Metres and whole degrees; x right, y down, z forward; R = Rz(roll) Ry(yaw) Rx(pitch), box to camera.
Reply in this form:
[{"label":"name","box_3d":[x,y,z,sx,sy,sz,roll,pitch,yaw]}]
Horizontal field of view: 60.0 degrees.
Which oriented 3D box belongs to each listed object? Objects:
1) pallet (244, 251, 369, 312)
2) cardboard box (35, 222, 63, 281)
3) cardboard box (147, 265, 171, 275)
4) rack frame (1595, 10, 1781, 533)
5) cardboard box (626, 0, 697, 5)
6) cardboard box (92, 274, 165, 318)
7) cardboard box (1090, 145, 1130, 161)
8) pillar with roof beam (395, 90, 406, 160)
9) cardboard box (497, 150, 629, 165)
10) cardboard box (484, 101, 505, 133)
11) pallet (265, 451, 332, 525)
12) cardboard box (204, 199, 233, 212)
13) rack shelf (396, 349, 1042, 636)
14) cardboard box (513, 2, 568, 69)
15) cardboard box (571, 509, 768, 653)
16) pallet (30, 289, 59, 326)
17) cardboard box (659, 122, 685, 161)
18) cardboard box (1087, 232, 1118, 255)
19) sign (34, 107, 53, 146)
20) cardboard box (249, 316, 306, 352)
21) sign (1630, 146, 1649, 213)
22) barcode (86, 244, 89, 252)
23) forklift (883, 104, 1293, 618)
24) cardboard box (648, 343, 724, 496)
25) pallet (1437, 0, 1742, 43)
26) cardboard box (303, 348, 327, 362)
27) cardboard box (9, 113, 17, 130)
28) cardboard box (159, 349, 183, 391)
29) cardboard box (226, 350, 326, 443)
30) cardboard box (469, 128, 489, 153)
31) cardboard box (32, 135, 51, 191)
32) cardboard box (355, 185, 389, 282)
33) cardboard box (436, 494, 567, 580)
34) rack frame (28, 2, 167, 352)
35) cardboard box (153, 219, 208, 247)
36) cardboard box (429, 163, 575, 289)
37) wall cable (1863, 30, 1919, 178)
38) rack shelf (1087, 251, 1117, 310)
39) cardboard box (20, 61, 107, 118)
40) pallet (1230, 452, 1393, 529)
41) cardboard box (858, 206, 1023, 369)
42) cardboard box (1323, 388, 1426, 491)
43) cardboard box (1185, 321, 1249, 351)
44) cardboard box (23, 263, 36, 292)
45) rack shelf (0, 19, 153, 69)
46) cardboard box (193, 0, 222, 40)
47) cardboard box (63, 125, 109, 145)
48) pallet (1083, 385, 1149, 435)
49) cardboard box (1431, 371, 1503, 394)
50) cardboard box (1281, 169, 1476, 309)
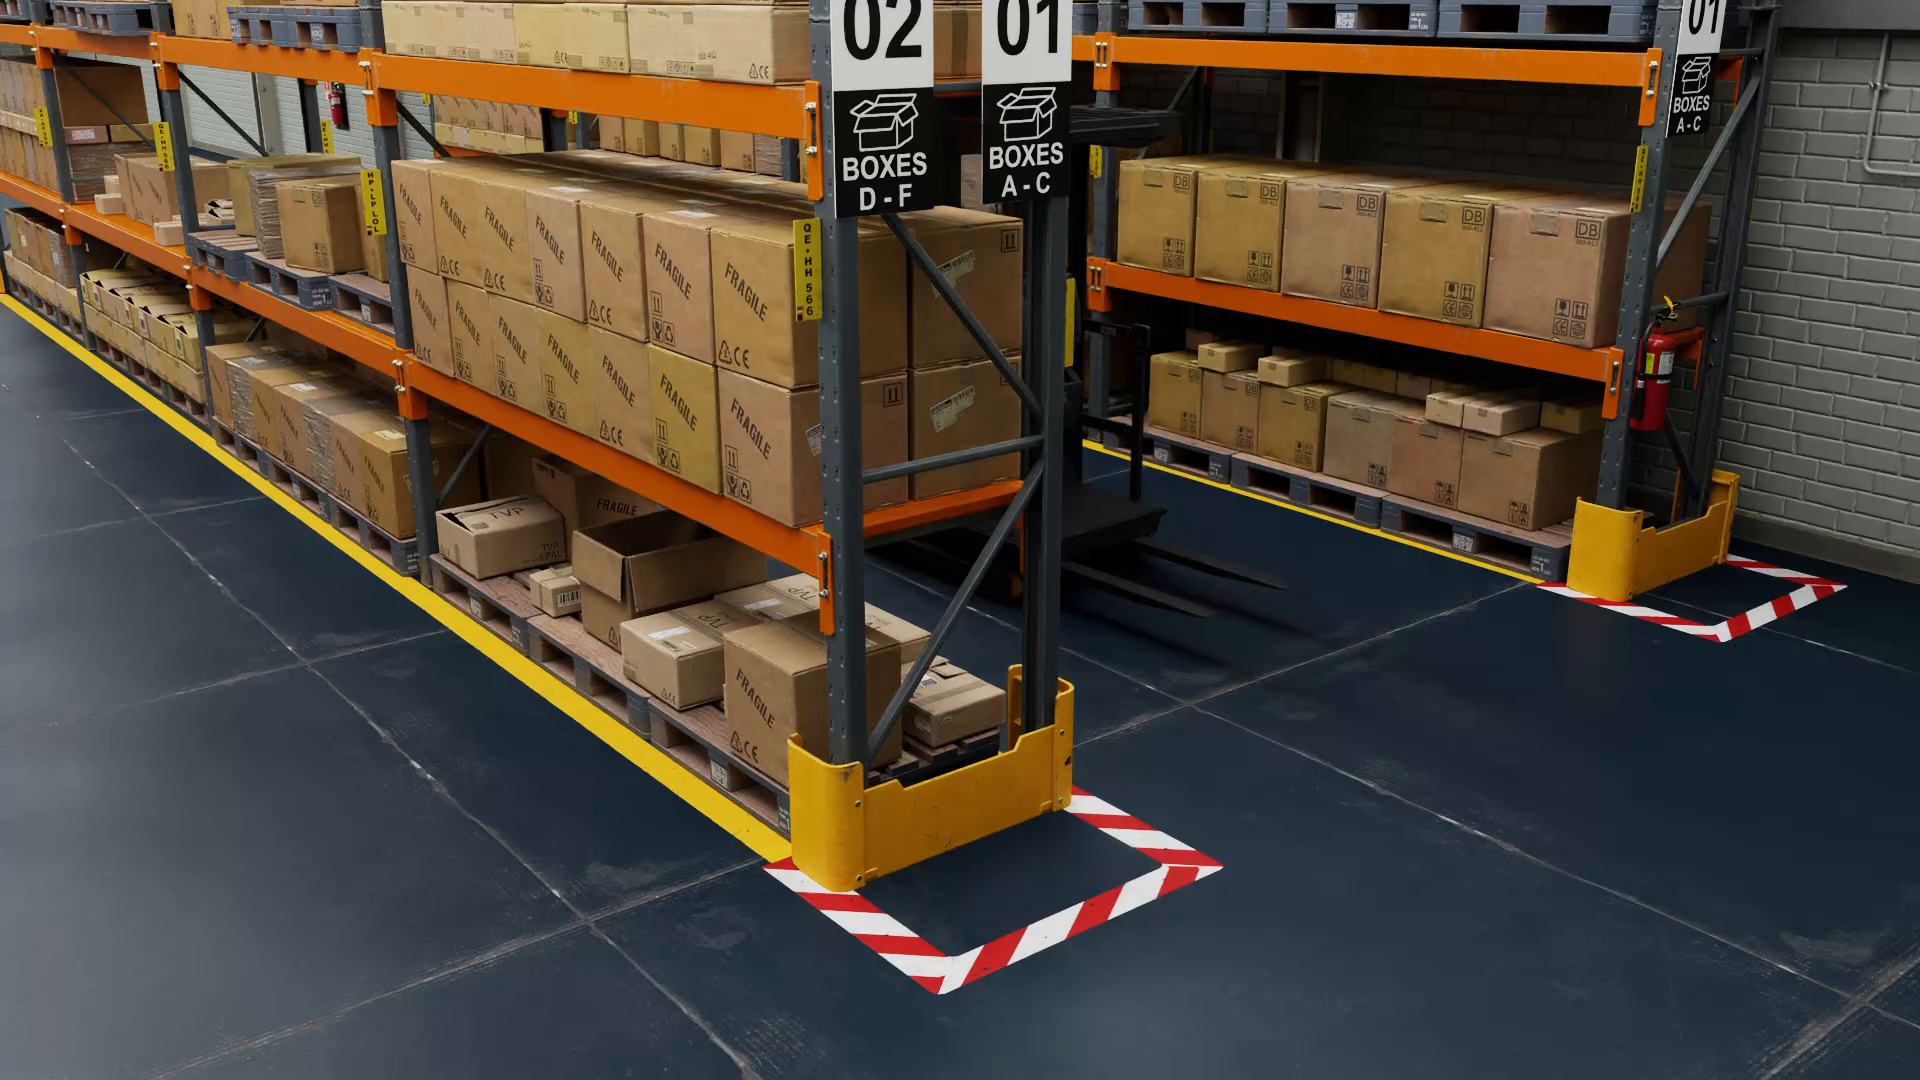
[{"label":"pallet","box_3d":[-3.800,-1.680,10.469,1.003,0.211,1.213,-14,23,-36]},{"label":"cardboard box","box_3d":[-8.569,-2.805,16.074,0.500,0.500,0.500,-14,23,-36]},{"label":"cardboard box","box_3d":[-7.019,-2.351,15.006,0.500,0.311,0.500,-14,23,-36]},{"label":"rack frame","box_3d":[3.837,-1.246,8.853,1.000,3.000,0.127,-14,23,-36]},{"label":"cardboard box","box_3d":[-0.874,-2.068,6.008,0.500,0.250,0.500,-14,23,-36]},{"label":"cardboard box","box_3d":[-7.127,-2.120,14.308,0.500,0.311,0.500,-14,23,-37]},{"label":"cardboard box","box_3d":[0.863,-2.851,11.843,0.500,0.250,0.500,-13,23,-35]},{"label":"pillar with roof beam","box_3d":[-12.085,-8.671,21.733,9.100,9.000,0.400,-14,23,-36]},{"label":"cardboard box","box_3d":[-2.011,-1.712,8.510,0.500,0.500,0.500,-14,23,-36]},{"label":"cardboard box","box_3d":[-5.092,-4.929,18.991,0.500,0.500,0.500,-13,22,-34]},{"label":"pallet","box_3d":[-3.824,-0.434,10.837,1.003,0.211,1.213,-14,23,-36]},{"label":"cardboard box","box_3d":[-5.415,-2.465,12.677,0.500,0.311,0.500,-14,23,-37]},{"label":"rack shelf","box_3d":[-1.286,-0.429,7.532,1.077,0.370,4.000,-14,23,-36]},{"label":"cardboard box","box_3d":[-1.490,-2.078,6.834,0.500,0.250,0.500,-14,23,-36]},{"label":"cardboard box","box_3d":[-1.357,0.174,7.835,0.797,0.503,0.637,-14,23,-36]},{"label":"pallet","box_3d":[-8.717,-2.416,16.824,1.003,0.211,1.213,-14,23,-36]},{"label":"cardboard box","box_3d":[-2.550,-4.032,16.407,0.700,0.500,0.500,-10,21,-29]},{"label":"cardboard box","box_3d":[0.921,-2.150,11.951,0.380,0.149,0.250,-14,23,-36]},{"label":"sign","box_3d":[-7.929,-3.575,14.383,0.100,0.325,0.005,-14,23,-36]},{"label":"cardboard box","box_3d":[-5.106,-1.596,12.725,0.500,0.311,0.500,-13,22,-34]},{"label":"sign","box_3d":[3.403,-1.805,8.324,0.100,0.325,0.005,-14,23,-36]},{"label":"barcode","box_3d":[-7.663,-2.569,14.598,0.001,0.075,0.075,-14,23,-36]},{"label":"forklift","box_3d":[0.443,-1.233,8.924,1.130,2.935,3.031,-15,24,-39]},{"label":"cardboard box","box_3d":[-0.860,-0.510,6.472,0.500,0.500,0.500,-14,23,-36]},{"label":"pallet","box_3d":[3.368,-2.808,8.941,1.003,0.211,1.213,-14,23,-36]},{"label":"cardboard box","box_3d":[-4.246,-1.087,11.650,0.500,0.500,0.500,-13,22,-34]},{"label":"cardboard box","box_3d":[-9.102,-4.120,16.343,0.380,0.149,0.250,-14,23,-37]},{"label":"cardboard box","box_3d":[-5.852,-1.352,12.879,0.500,0.250,0.500,-14,23,-37]},{"label":"cardboard box","box_3d":[-4.623,-0.976,11.314,0.500,0.500,0.500,-15,24,-38]},{"label":"cardboard box","box_3d":[-5.398,-4.693,19.469,0.500,0.250,0.500,-14,23,-37]},{"label":"cardboard box","box_3d":[-8.416,-3.644,15.935,0.700,0.500,0.500,-14,23,-35]},{"label":"cardboard box","box_3d":[-3.123,-1.828,9.784,0.700,0.500,0.500,-10,21,-28]},{"label":"cardboard box","box_3d":[-2.437,-0.050,8.821,0.500,0.311,0.500,-14,23,-36]},{"label":"rack frame","box_3d":[-7.495,-3.235,14.860,1.000,3.000,0.127,-14,23,-36]},{"label":"cardboard box","box_3d":[-5.786,-2.298,12.430,0.380,0.149,0.250,-14,23,-36]},{"label":"cardboard box","box_3d":[-2.135,-1.488,7.834,0.500,0.500,0.500,-15,23,-38]},{"label":"wall cable","box_3d":[5.373,-1.597,8.298,0.084,1.984,1.851,-14,23,-36]},{"label":"rack shelf","box_3d":[0.111,-2.383,13.431,1.077,0.370,4.000,-14,23,-36]},{"label":"cardboard box","box_3d":[-8.400,-4.254,15.715,0.700,0.500,0.500,-14,23,-36]},{"label":"pallet","box_3d":[2.526,-0.404,10.747,1.003,0.211,1.213,-14,23,-36]},{"label":"cardboard box","box_3d":[-0.113,-0.961,6.243,0.500,0.500,0.500,-13,22,-34]},{"label":"cardboard box","box_3d":[2.700,-0.659,10.388,0.700,0.500,0.500,-15,23,-38]},{"label":"cardboard box","box_3d":[1.803,-1.422,11.662,0.380,0.149,0.250,-14,23,-36]},{"label":"cardboard box","box_3d":[-9.196,-2.693,16.931,0.500,0.250,0.500,-14,23,-36]},{"label":"rack shelf","box_3d":[-8.737,-4.810,15.990,1.077,0.370,4.000,-14,23,-36]},{"label":"cardboard box","box_3d":[-4.397,-3.494,10.712,0.910,0.500,0.500,-14,23,-36]},{"label":"cardboard box","box_3d":[-7.831,-3.616,14.819,0.380,0.149,0.250,-14,23,-36]},{"label":"pallet","box_3d":[0.815,-1.083,12.798,1.003,0.211,1.213,-14,23,-36]},{"label":"cardboard box","box_3d":[3.088,-0.914,10.128,0.380,0.149,0.250,-14,23,-36]},{"label":"cardboard box","box_3d":[2.586,-1.879,10.287,0.980,0.700,0.700,-15,24,-39]}]
